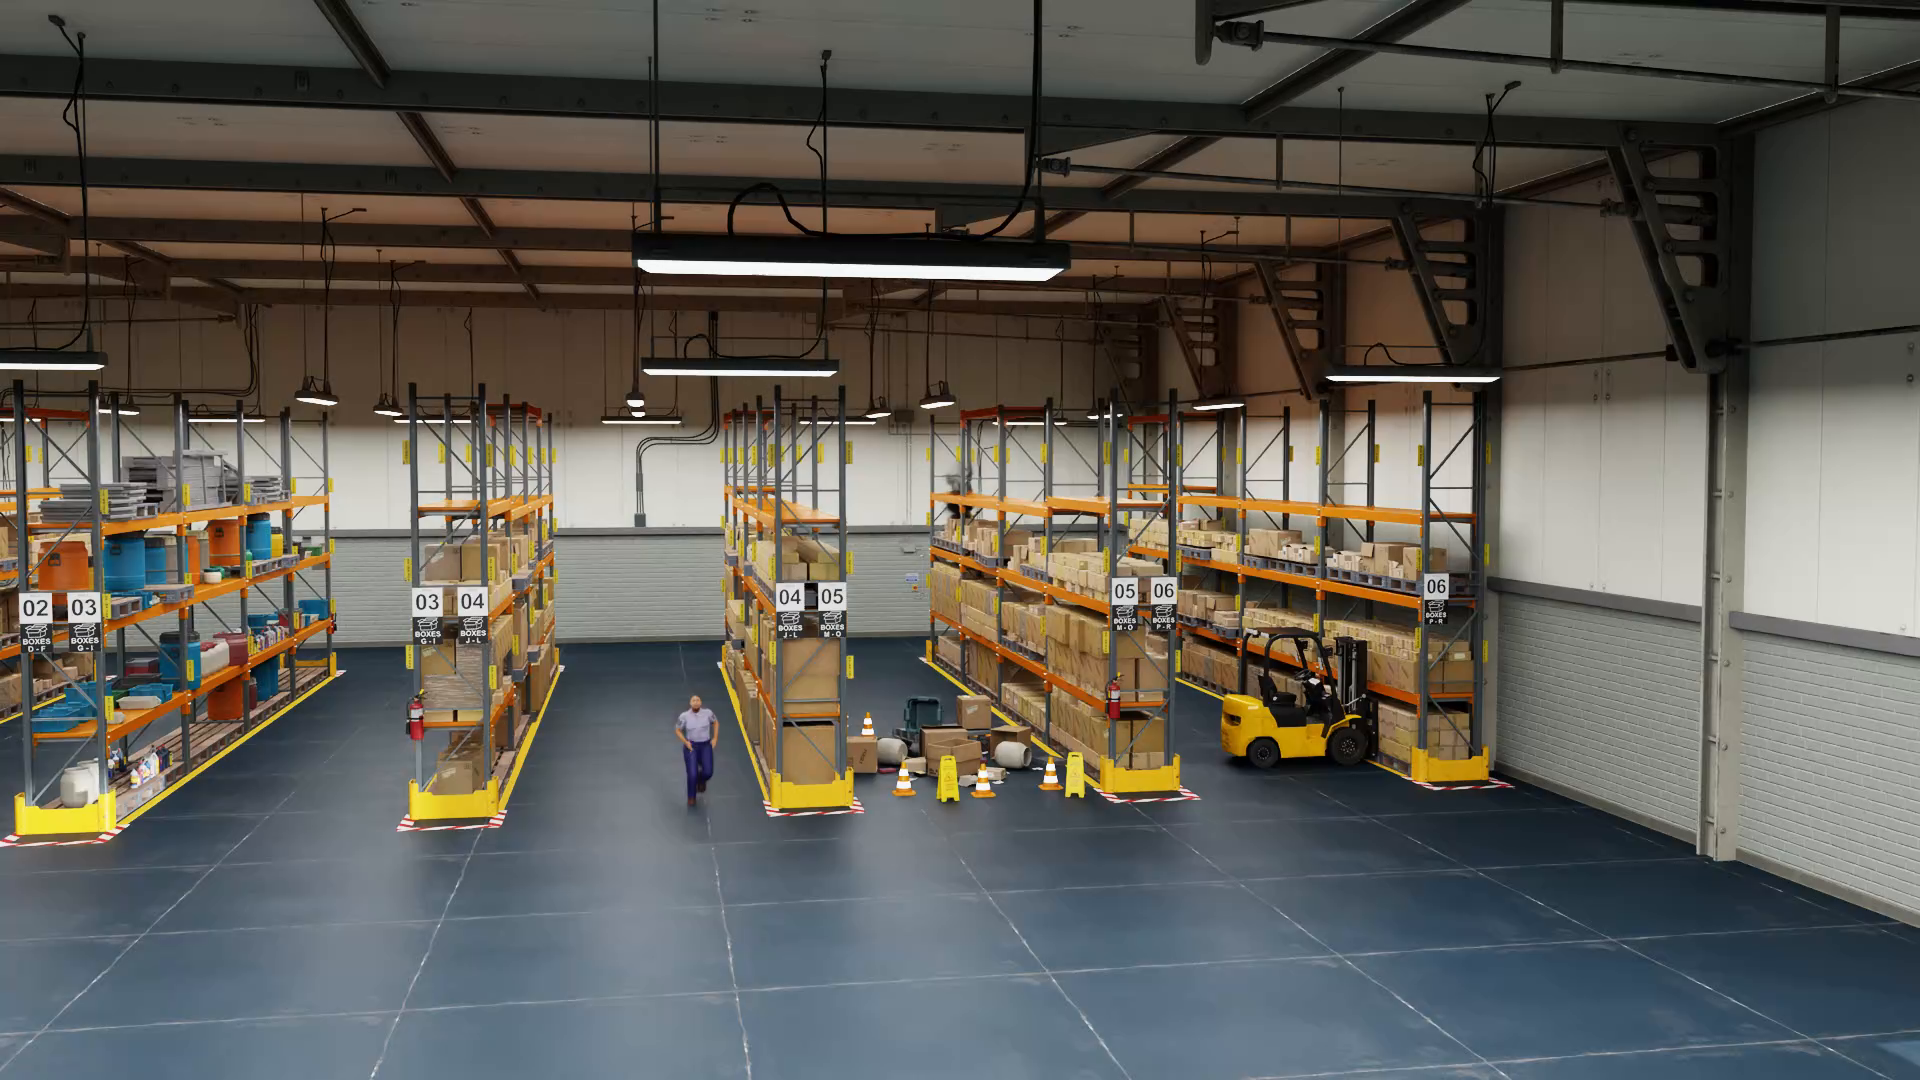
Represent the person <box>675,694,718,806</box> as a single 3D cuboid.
[{"bbox_3d":[-3.772,3.005,23.876,0.640,1.619,0.575,-1,3,-17],"label":"person"}]
